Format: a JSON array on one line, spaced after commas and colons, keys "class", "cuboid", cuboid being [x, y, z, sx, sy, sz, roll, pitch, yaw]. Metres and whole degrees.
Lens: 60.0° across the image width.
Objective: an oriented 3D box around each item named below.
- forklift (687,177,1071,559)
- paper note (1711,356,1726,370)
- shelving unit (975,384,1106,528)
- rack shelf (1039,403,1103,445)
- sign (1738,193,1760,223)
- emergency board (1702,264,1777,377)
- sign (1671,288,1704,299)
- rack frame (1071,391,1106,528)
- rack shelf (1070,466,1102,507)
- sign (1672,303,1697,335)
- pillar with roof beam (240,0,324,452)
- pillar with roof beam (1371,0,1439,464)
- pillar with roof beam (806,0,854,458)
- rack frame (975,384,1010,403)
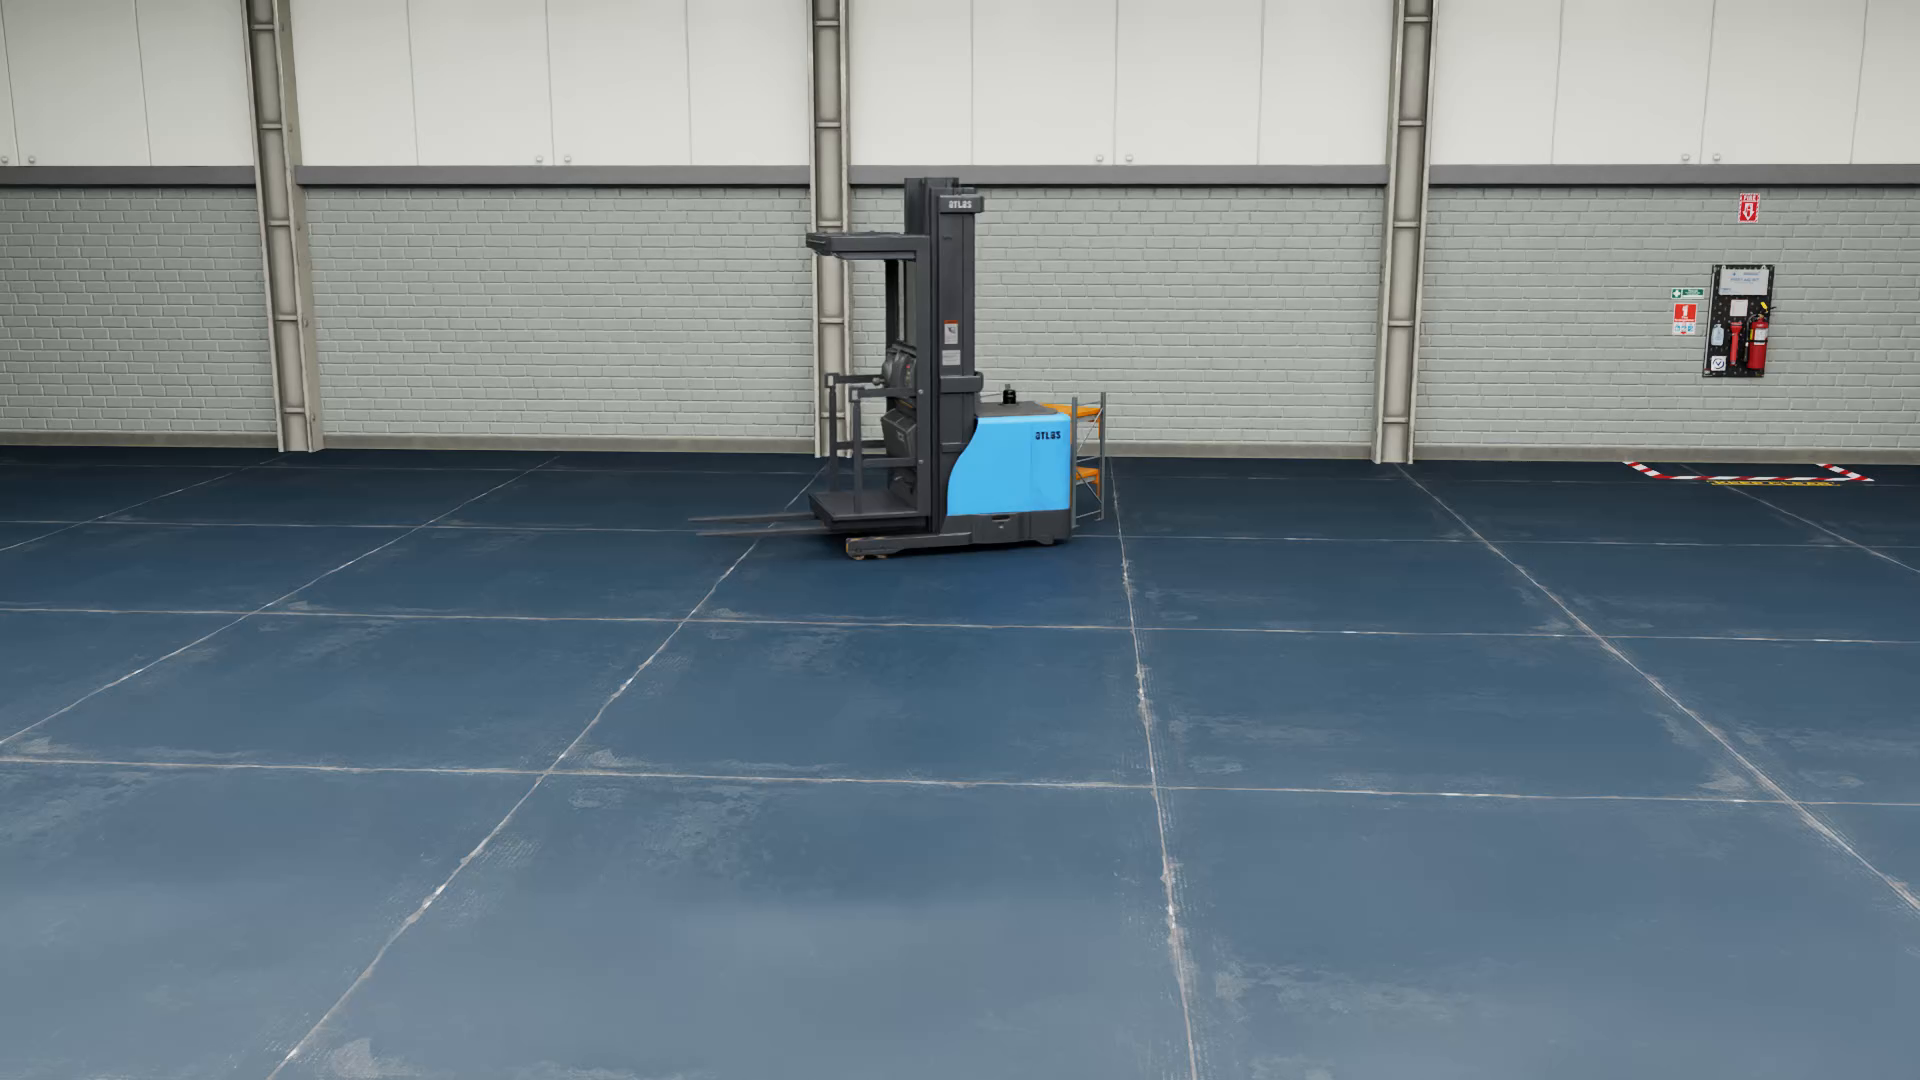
[{"class": "forklift", "cuboid": [-0.670, -1.402, 13.310, 3.031, 2.935, 1.130, -3, 12, -15]}, {"class": "paper note", "cuboid": [7.969, -1.856, 17.466, 0.142, 0.148, 0.016, 1, 12, 4]}, {"class": "shelving unit", "cuboid": [0.699, -0.759, 14.650, 1.048, 1.125, 0.538, 9, 15, 36]}, {"class": "rack shelf", "cuboid": [0.699, -1.046, 14.590, 1.000, 0.278, 0.538, 9, 15, 36]}, {"class": "sign", "cuboid": [8.140, -3.426, 17.158, 0.199, 0.298, 0.001, 1, 12, 4]}, {"class": "emergency board", "cuboid": [8.141, -2.271, 17.297, 0.643, 1.169, 0.194, 1, 12, 4]}, {"class": "sign", "cuboid": [7.600, -2.574, 17.367, 0.331, 0.109, 0.001, 1, 12, 4]}, {"class": "rack frame", "cuboid": [1.106, -0.697, 14.351, 0.032, 1.125, 0.500, 9, 15, 36]}, {"class": "rack shelf", "cuboid": [0.699, -0.520, 14.700, 1.000, 0.278, 0.538, 9, 15, 36]}, {"class": "sign", "cuboid": [7.596, -2.317, 17.431, 0.234, 0.329, 0.001, 1, 12, 4]}, {"class": "pillar with roof beam", "cuboid": [-7.643, -4.532, 13.457, 0.400, 9.000, 9.100, 1, 12, 4]}, {"class": "pillar with roof beam", "cuboid": [4.330, -4.368, 12.672, 0.400, 9.000, 9.100, 1, 12, 4]}, {"class": "pillar with roof beam", "cuboid": [-1.656, -4.450, 13.065, 0.400, 9.000, 9.100, 1, 12, 4]}, {"class": "rack frame", "cuboid": [0.293, -0.822, 14.949, 0.032, 1.125, 0.500, 9, 15, 36]}]
